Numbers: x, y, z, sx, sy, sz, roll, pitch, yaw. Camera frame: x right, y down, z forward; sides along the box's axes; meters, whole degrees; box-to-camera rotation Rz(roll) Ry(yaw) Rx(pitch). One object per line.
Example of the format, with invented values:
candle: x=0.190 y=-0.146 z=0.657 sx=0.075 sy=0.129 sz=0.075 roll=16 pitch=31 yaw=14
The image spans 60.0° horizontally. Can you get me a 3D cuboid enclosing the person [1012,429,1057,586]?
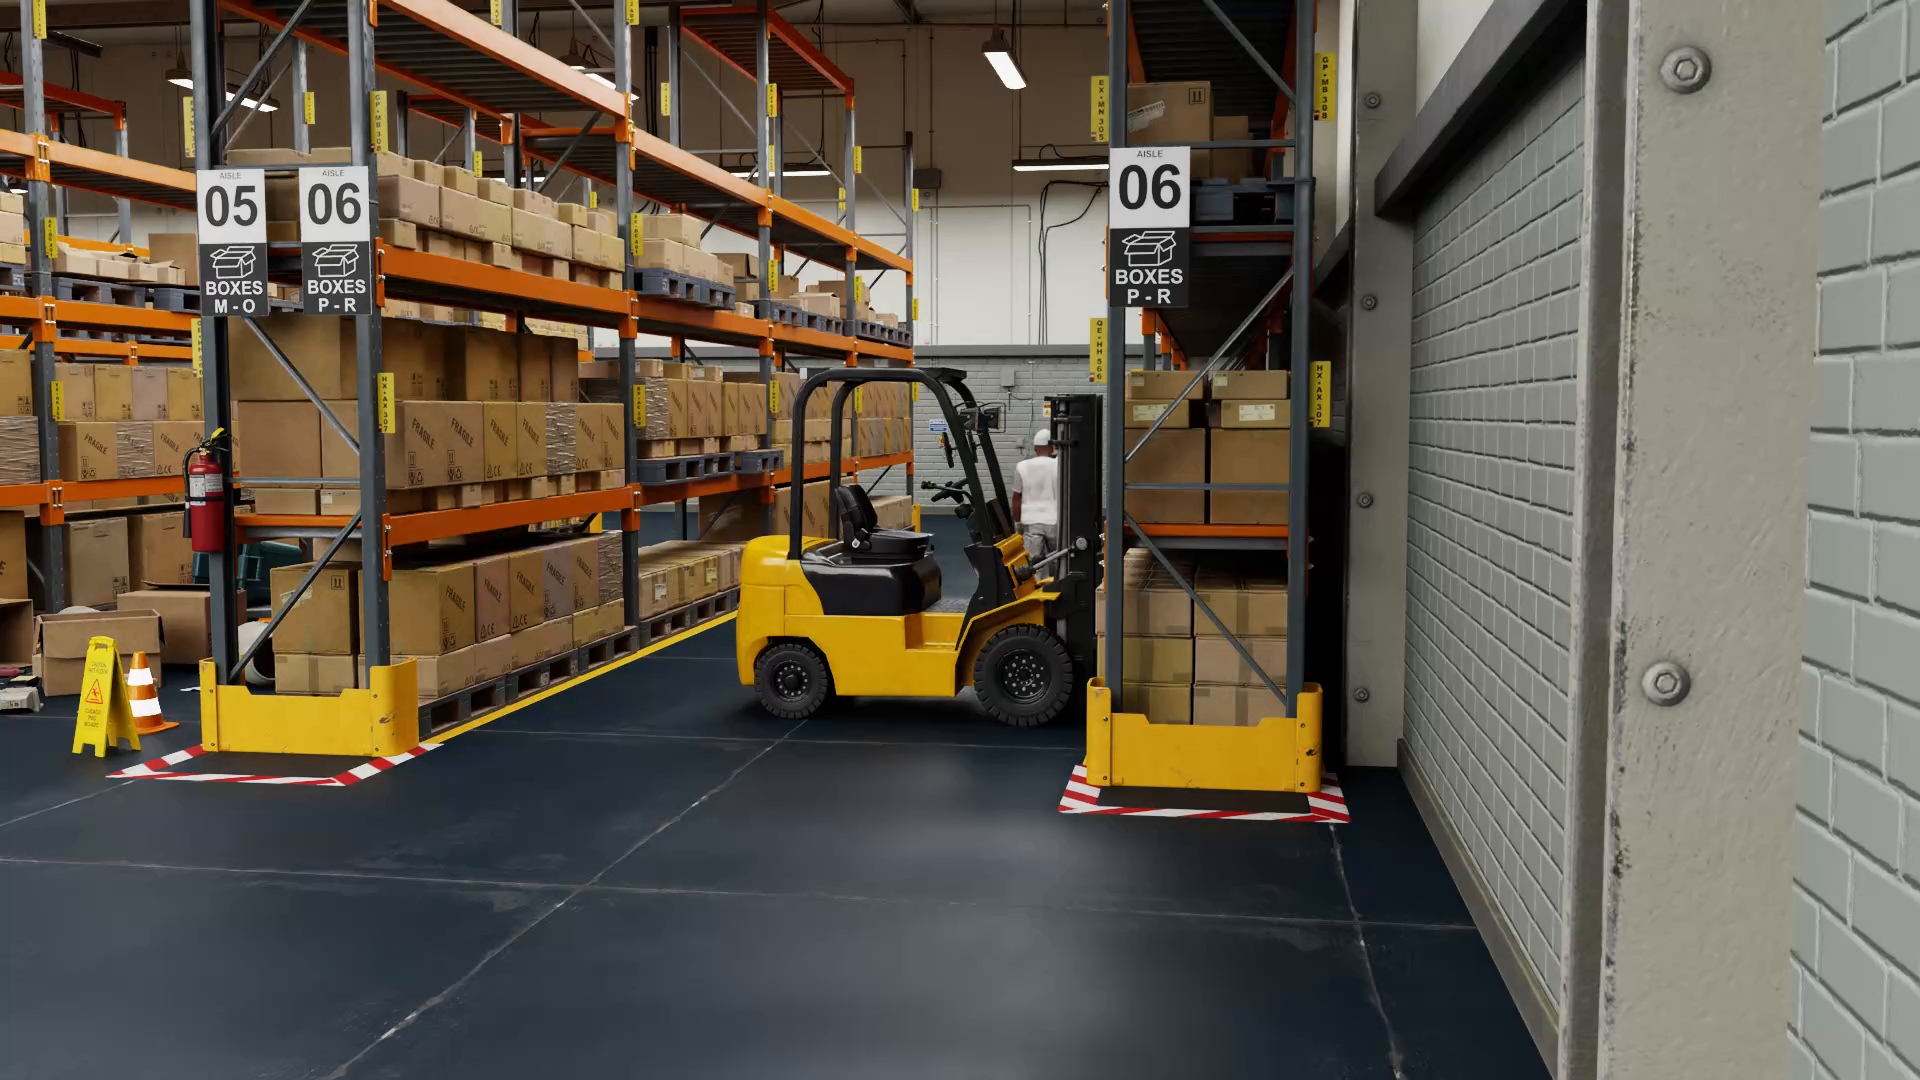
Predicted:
person: x=0.759 y=-0.160 z=15.225 sx=0.565 sy=1.706 sz=1.129 roll=0 pitch=4 yaw=5
